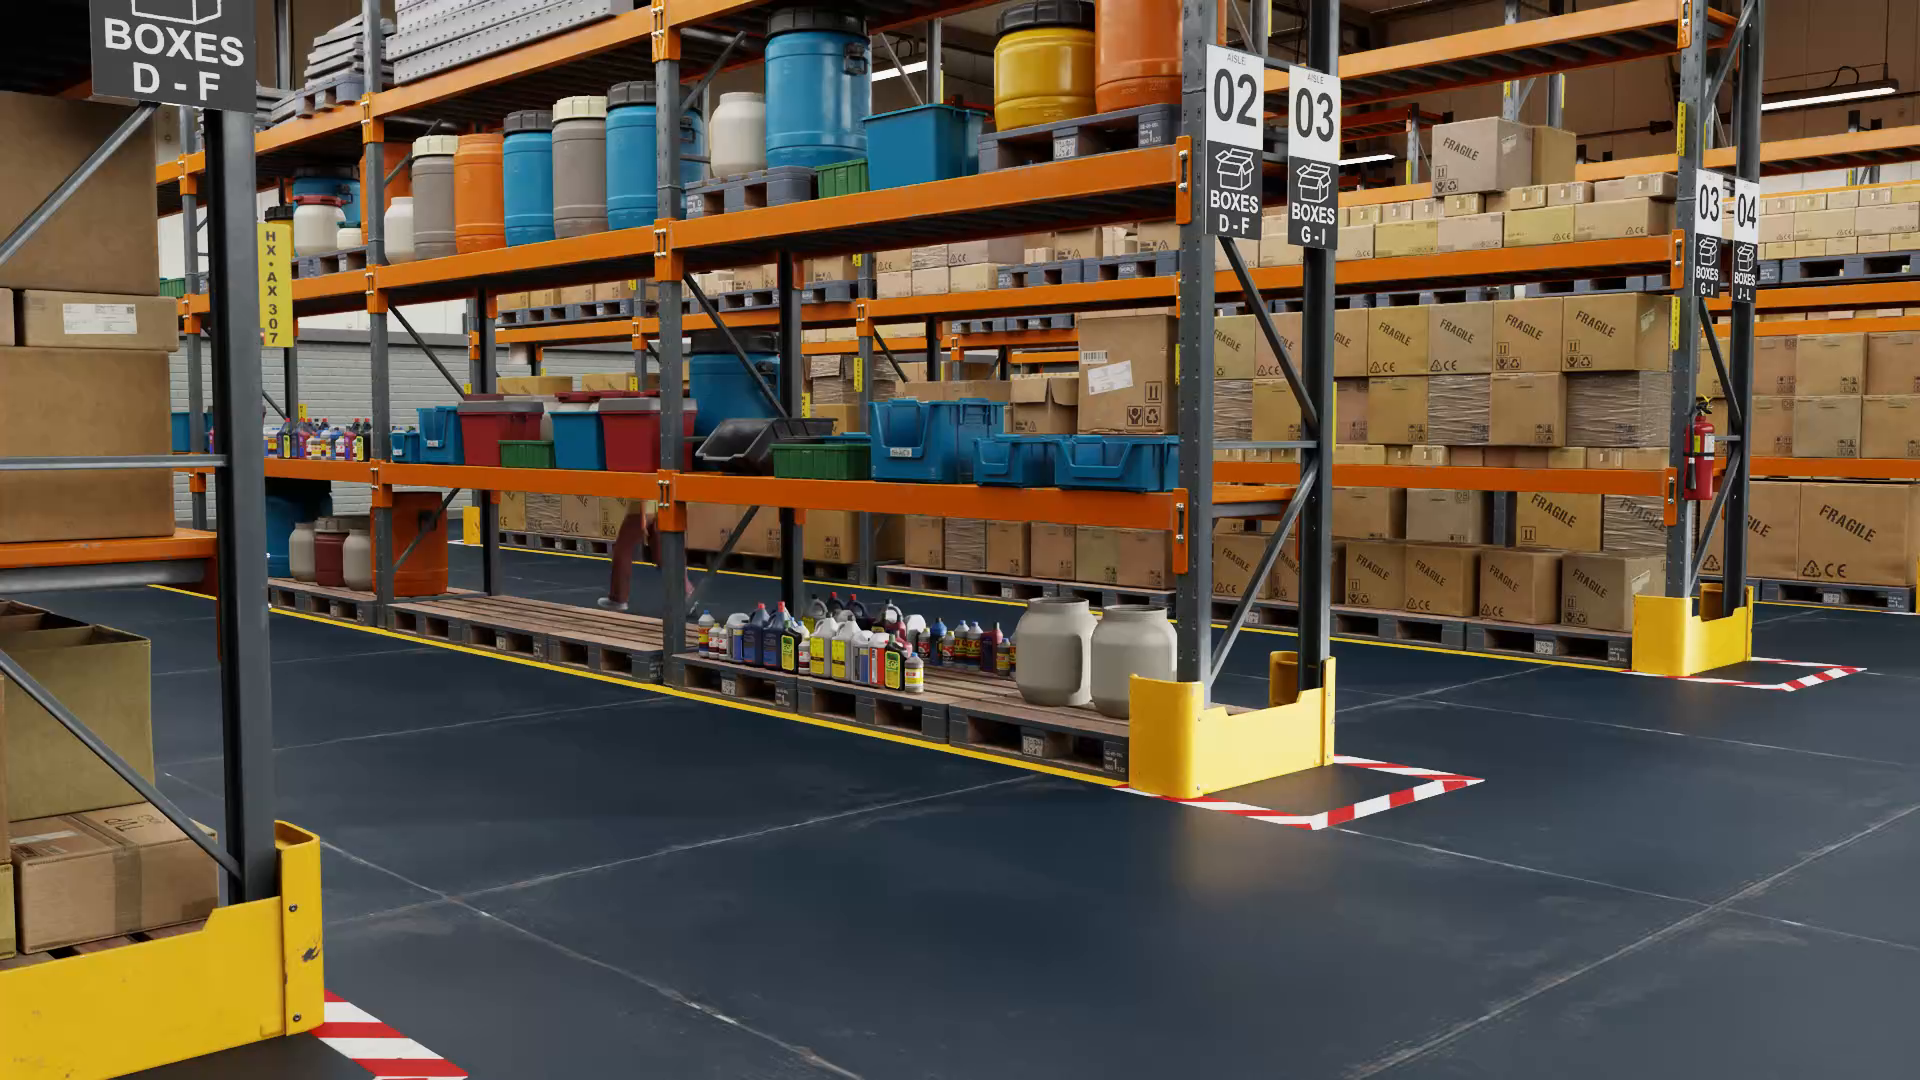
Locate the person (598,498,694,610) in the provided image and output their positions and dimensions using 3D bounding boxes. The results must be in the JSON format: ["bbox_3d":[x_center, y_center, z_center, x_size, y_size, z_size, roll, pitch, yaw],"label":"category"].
[{"bbox_3d":[-2.645,-0.212,14.052,0.984,1.628,0.447,3,5,34],"label":"person"}]
